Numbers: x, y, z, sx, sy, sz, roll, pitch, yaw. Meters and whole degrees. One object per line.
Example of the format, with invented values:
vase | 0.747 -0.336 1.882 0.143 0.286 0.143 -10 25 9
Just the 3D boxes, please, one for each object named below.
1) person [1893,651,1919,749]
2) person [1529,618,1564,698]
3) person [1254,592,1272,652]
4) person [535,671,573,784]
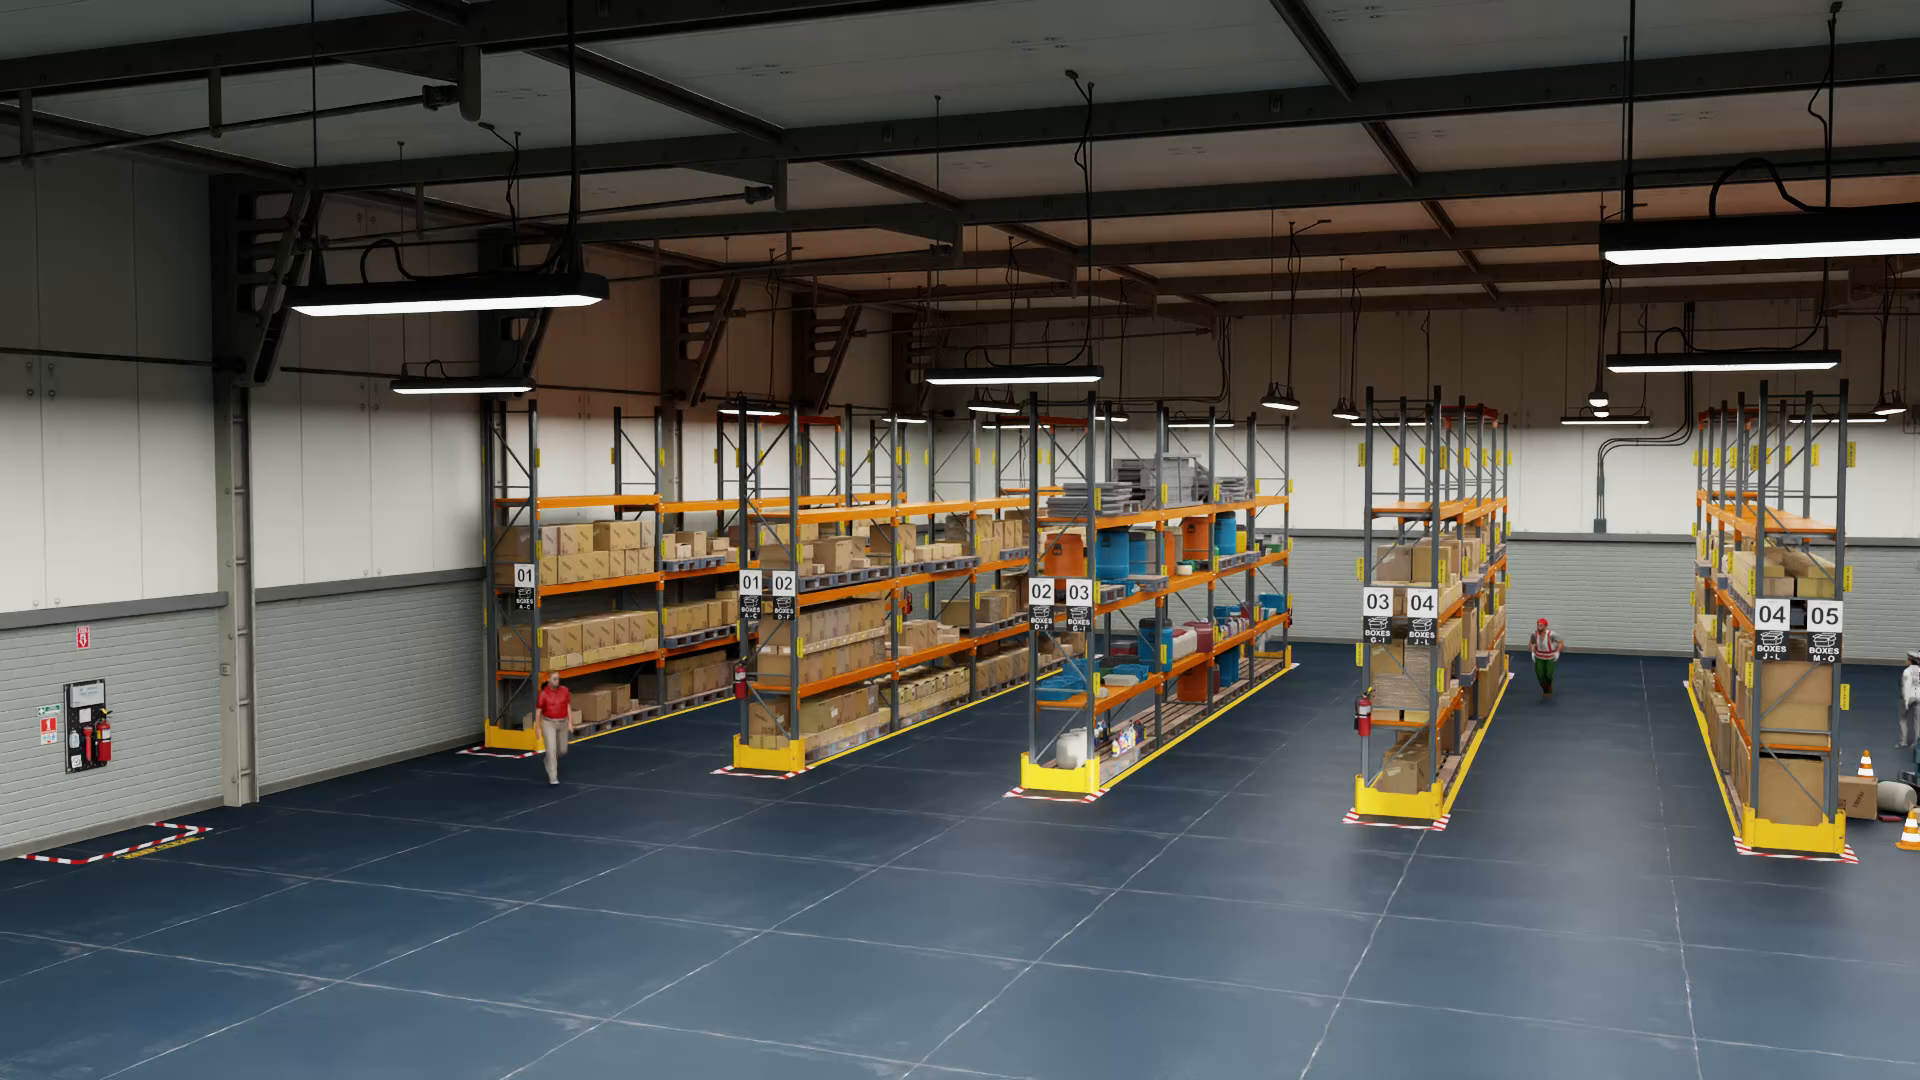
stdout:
person | 16.375 2.786 28.536 0.467 1.714 0.592 1 3 11
person | 12.205 2.457 34.628 0.695 1.686 0.628 2 3 29
person | 7.596 2.106 41.899 0.491 1.631 0.736 -2 3 -28
person | -6.288 2.869 25.754 0.589 1.692 0.869 -2 4 -38
